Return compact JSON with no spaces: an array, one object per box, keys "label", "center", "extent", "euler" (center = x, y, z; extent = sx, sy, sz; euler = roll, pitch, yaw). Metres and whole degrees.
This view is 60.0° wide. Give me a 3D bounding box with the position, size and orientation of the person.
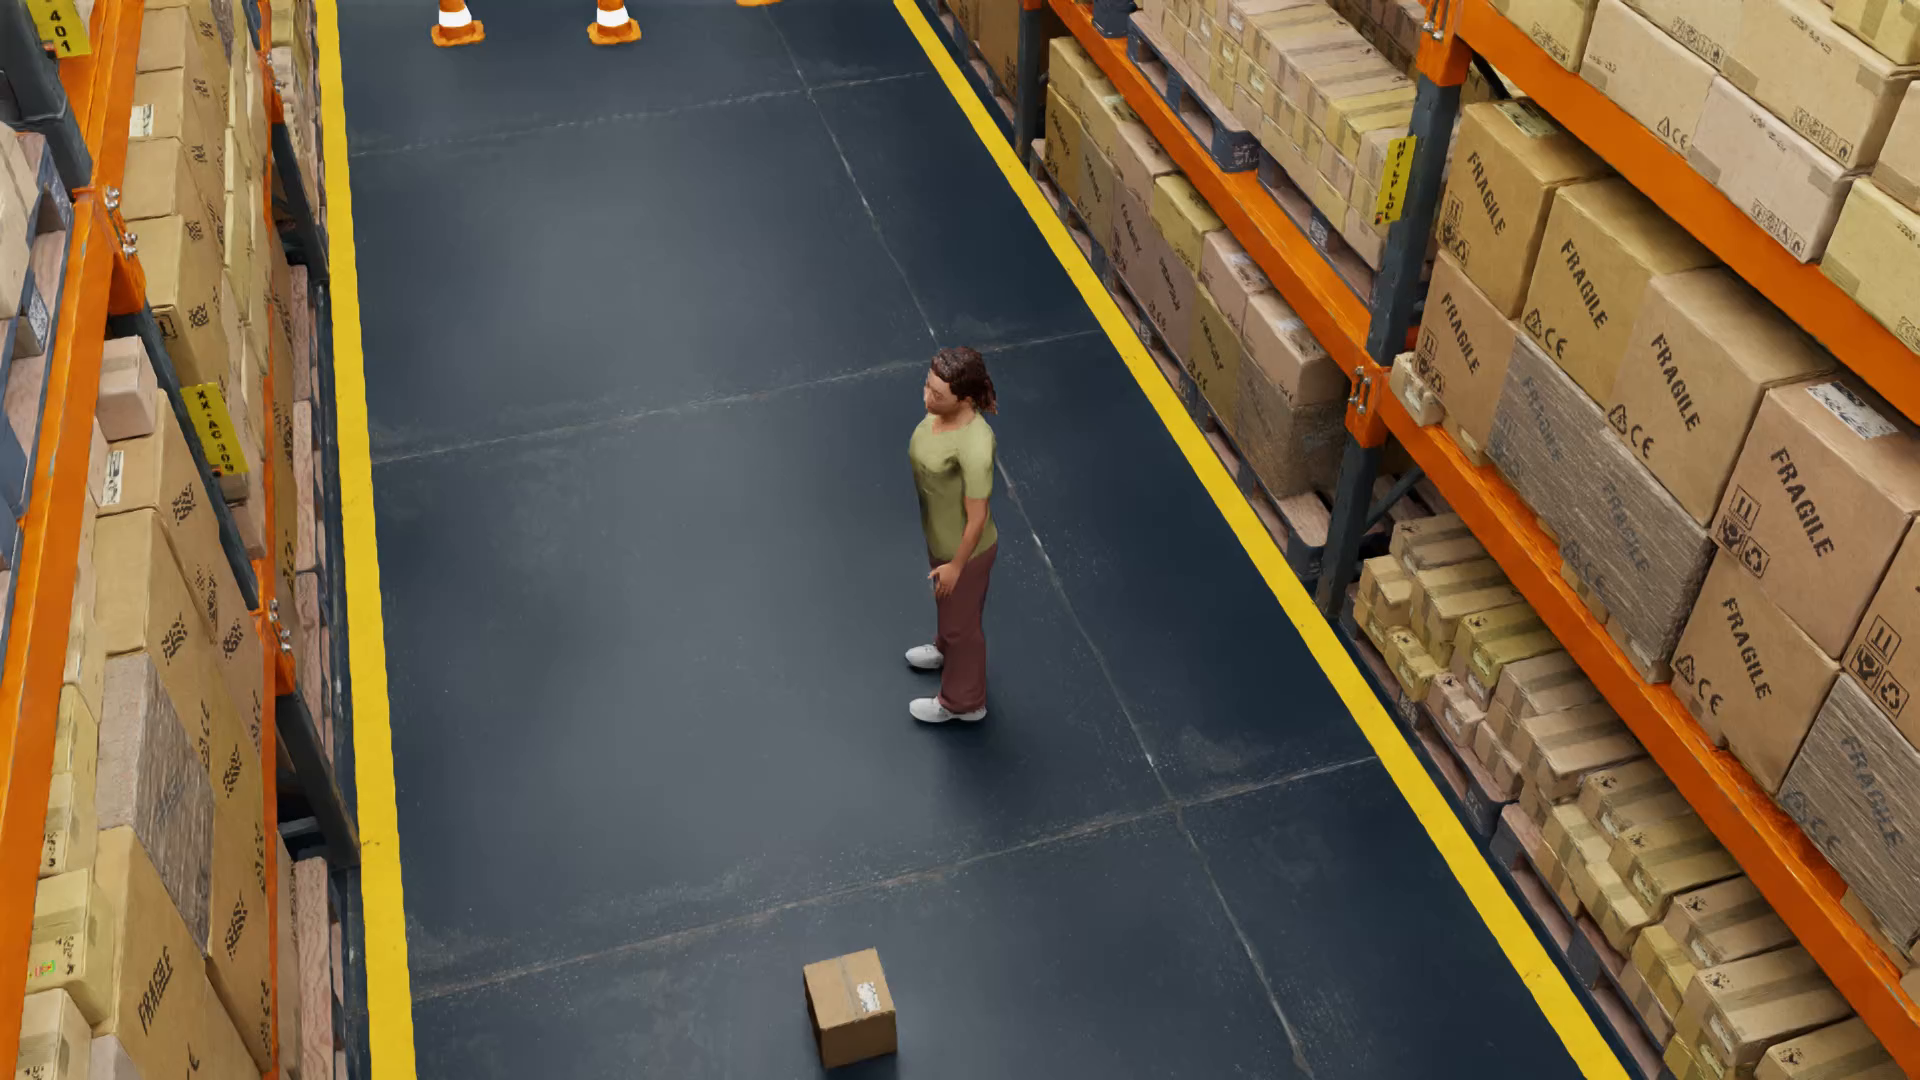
[{"label":"person","center":[-0.039,0.081,6.228],"extent":[0.385,1.428,0.481],"euler":[-10,43,-11]}]
